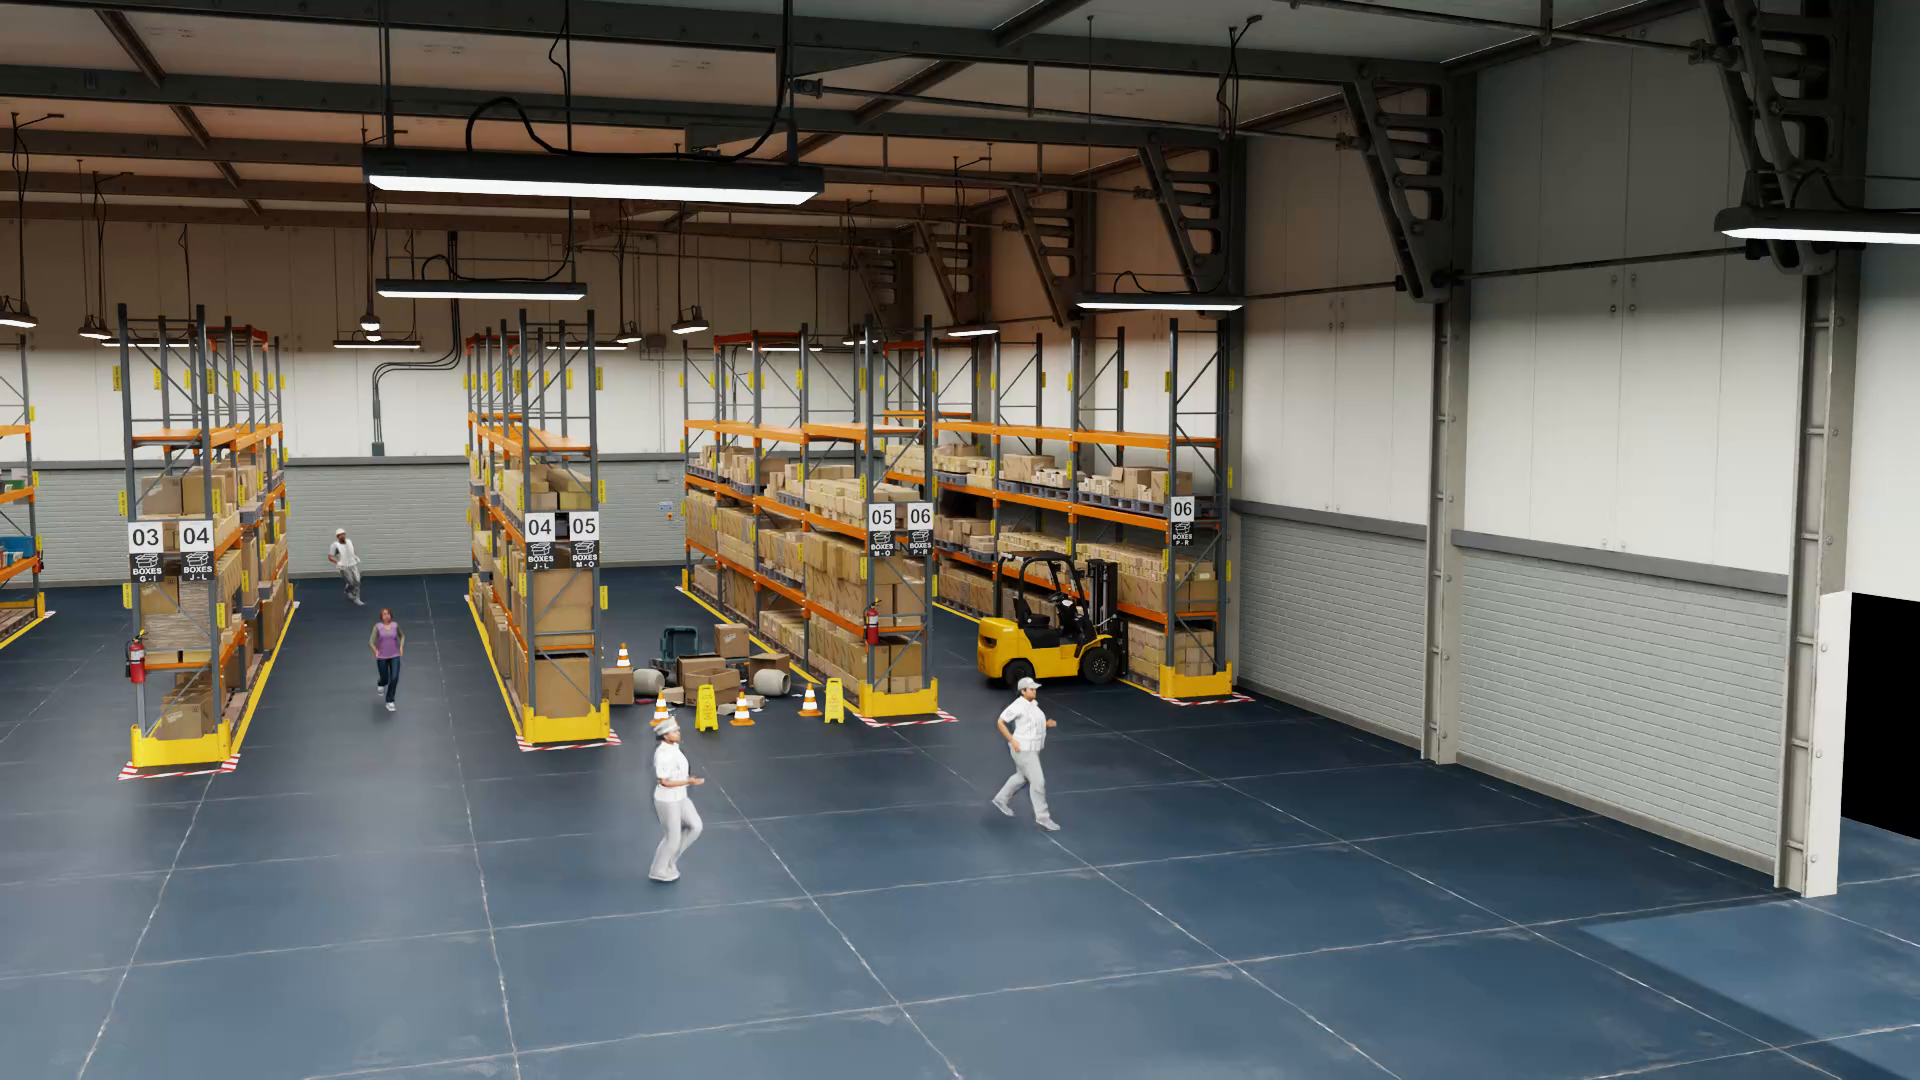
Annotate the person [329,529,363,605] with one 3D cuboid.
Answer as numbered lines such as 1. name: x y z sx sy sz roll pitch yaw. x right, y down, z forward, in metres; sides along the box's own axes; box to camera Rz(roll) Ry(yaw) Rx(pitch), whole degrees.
1. person: -13.862 0.604 37.476 0.612 1.735 0.713 5 7 40

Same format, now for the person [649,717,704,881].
1. person: -2.826 2.593 16.627 0.599 1.681 0.535 1 5 7

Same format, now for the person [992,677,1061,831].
1. person: 0.755 2.384 18.756 0.877 1.689 0.594 2 6 23

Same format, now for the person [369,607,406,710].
1. person: -8.817 1.812 25.639 0.552 1.563 0.666 -3 6 -29
